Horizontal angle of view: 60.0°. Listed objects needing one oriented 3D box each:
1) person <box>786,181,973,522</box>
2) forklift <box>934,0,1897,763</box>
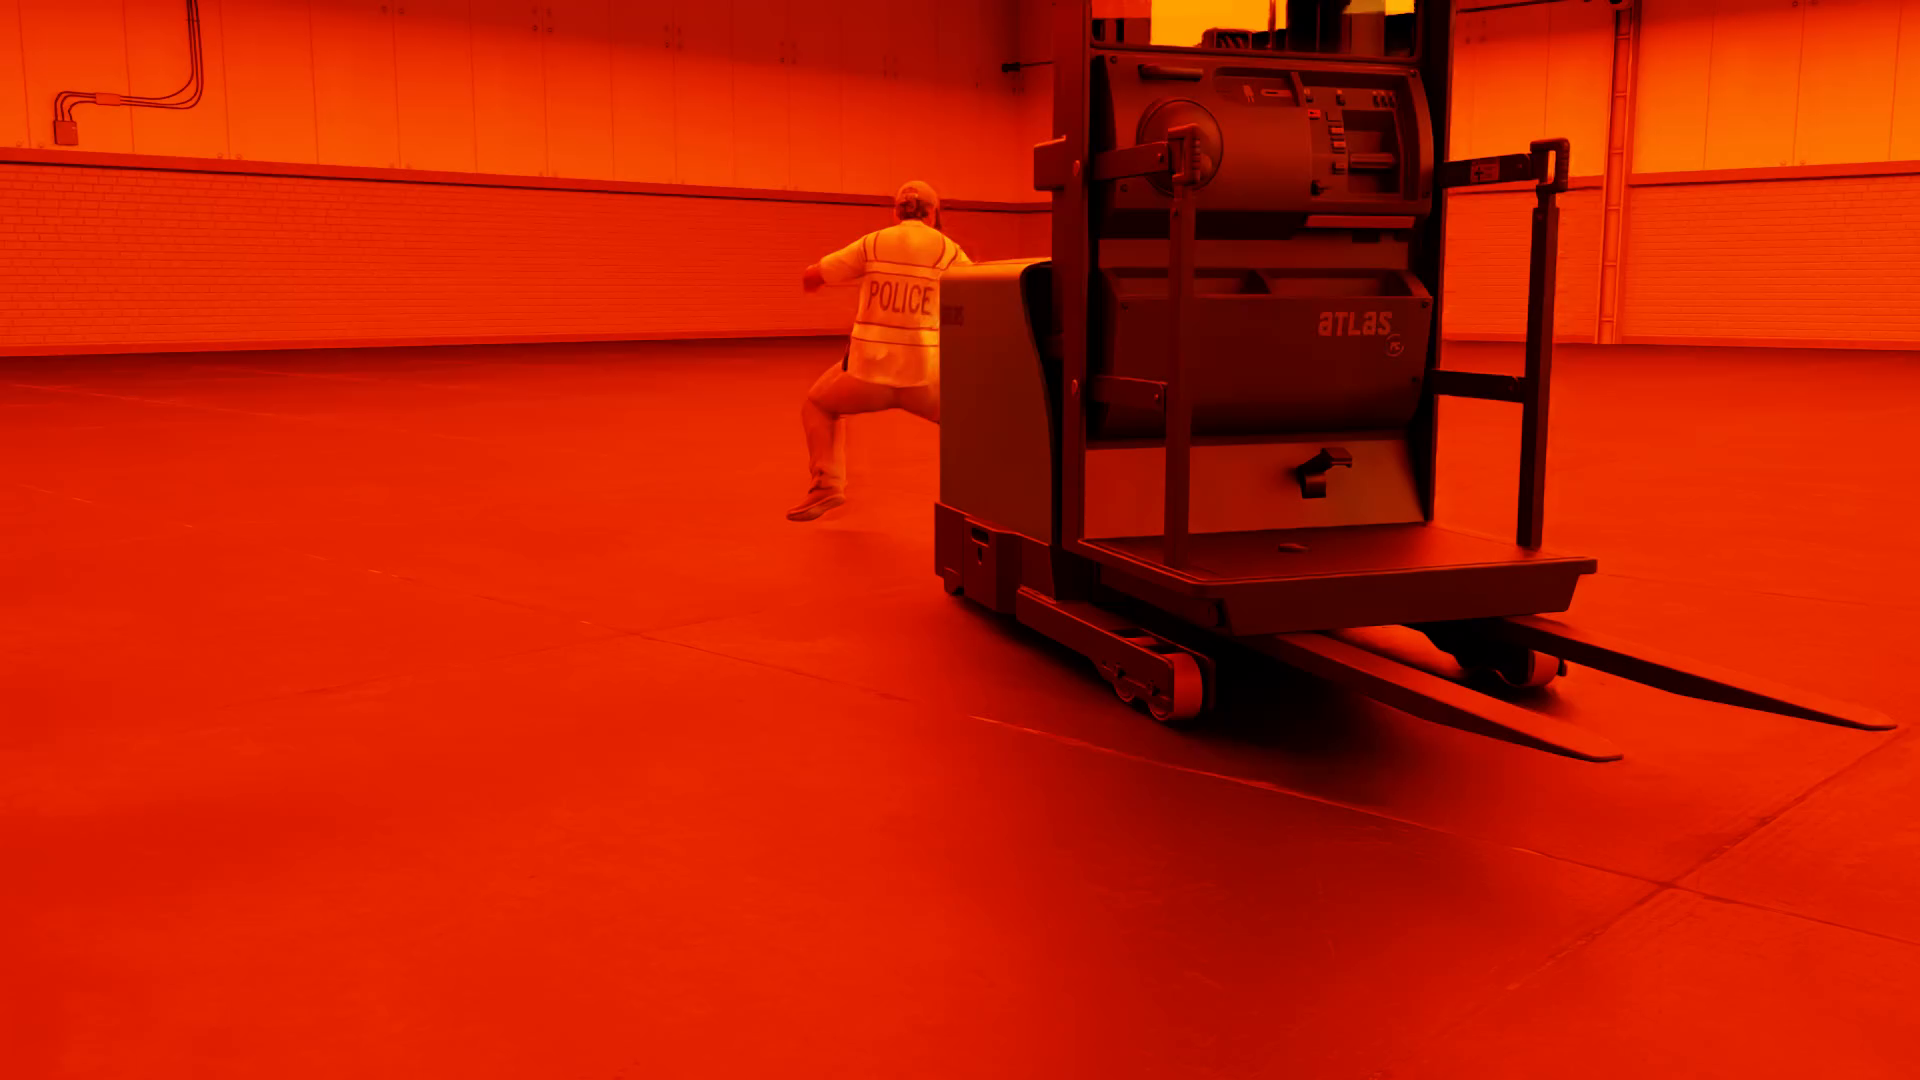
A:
[{"bbox_3d":[-0.221,-0.757,6.922,1.027,1.437,0.729,1,9,6],"label":"person"},{"bbox_3d":[0.881,-1.091,4.119,1.130,2.935,3.031,-3,9,-19],"label":"forklift"}]
